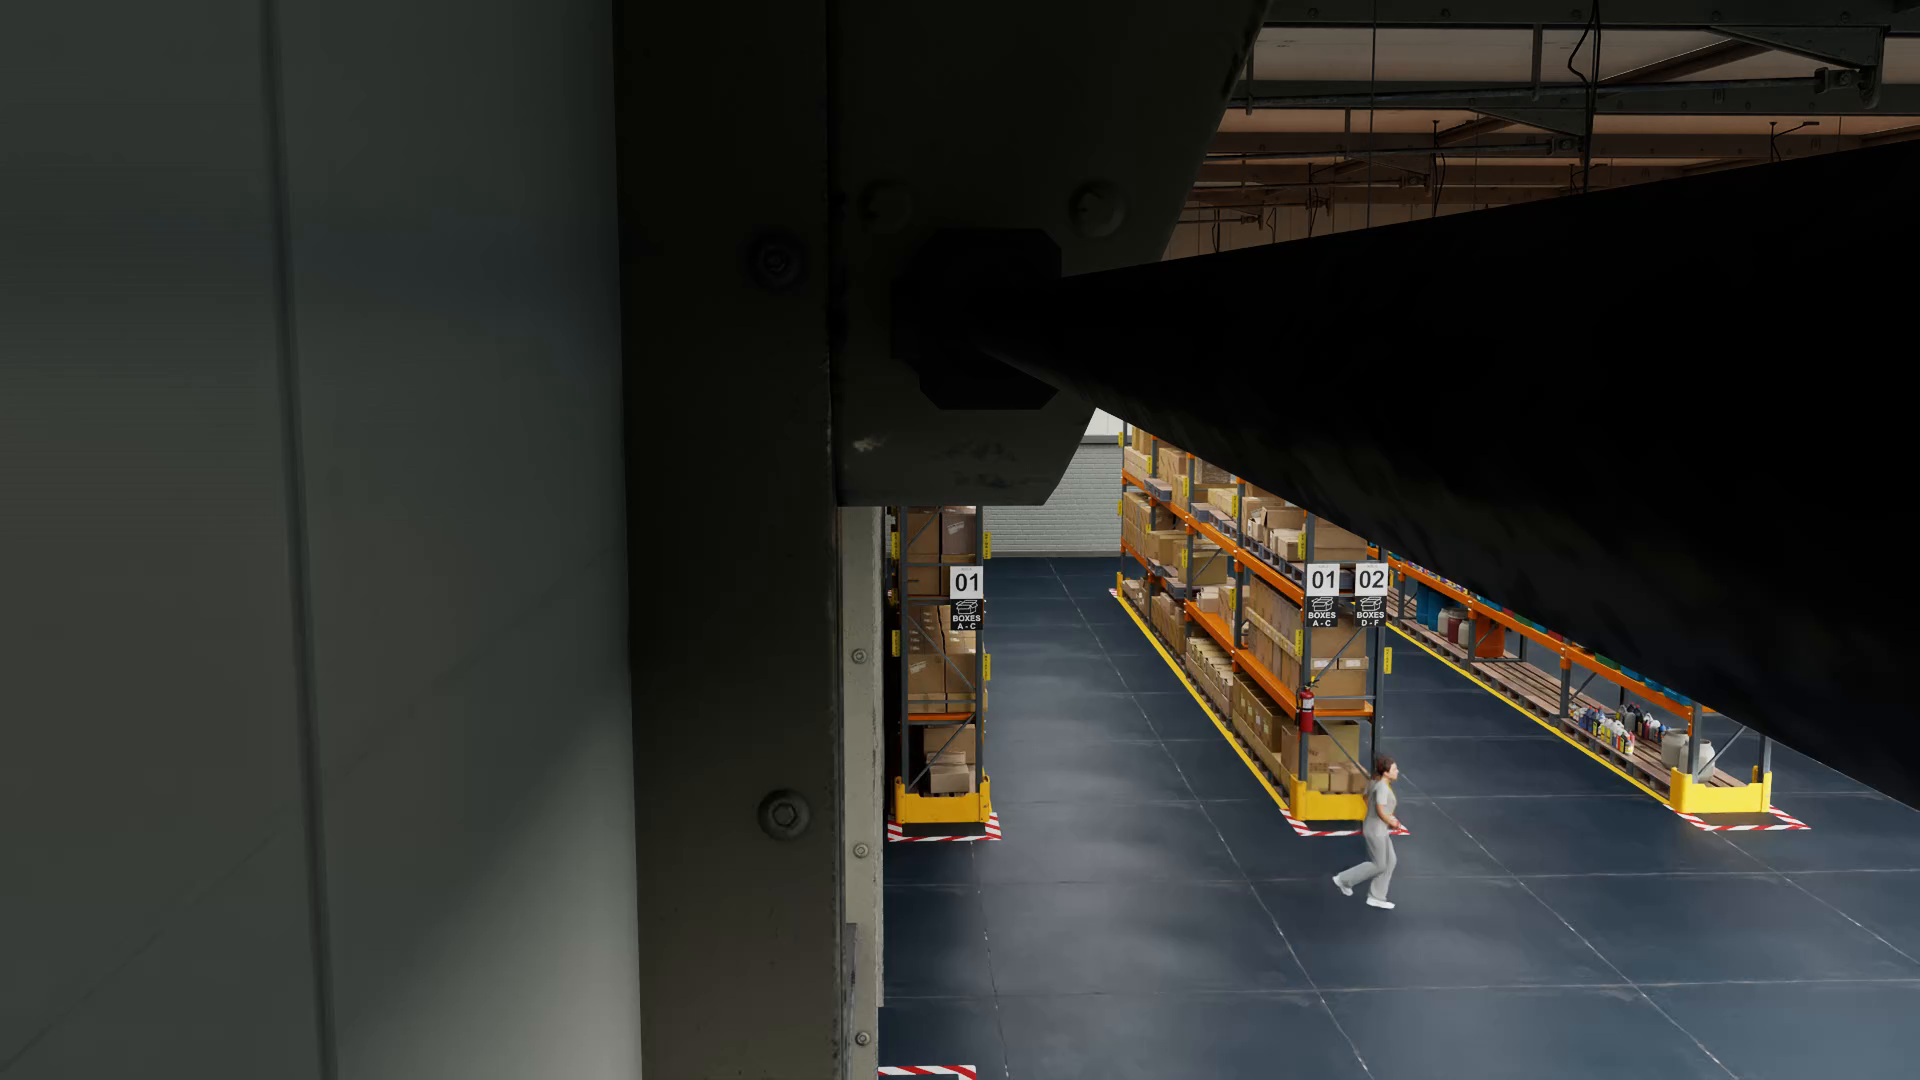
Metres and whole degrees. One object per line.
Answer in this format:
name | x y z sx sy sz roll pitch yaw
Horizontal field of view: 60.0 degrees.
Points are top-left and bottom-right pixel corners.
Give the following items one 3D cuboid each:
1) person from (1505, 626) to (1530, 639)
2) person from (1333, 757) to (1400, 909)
person | 10.806 0.993 31.974 0.639 1.782 0.849 -2 8 -11
person | 4.303 3.083 17.580 0.663 1.628 0.551 2 8 12
